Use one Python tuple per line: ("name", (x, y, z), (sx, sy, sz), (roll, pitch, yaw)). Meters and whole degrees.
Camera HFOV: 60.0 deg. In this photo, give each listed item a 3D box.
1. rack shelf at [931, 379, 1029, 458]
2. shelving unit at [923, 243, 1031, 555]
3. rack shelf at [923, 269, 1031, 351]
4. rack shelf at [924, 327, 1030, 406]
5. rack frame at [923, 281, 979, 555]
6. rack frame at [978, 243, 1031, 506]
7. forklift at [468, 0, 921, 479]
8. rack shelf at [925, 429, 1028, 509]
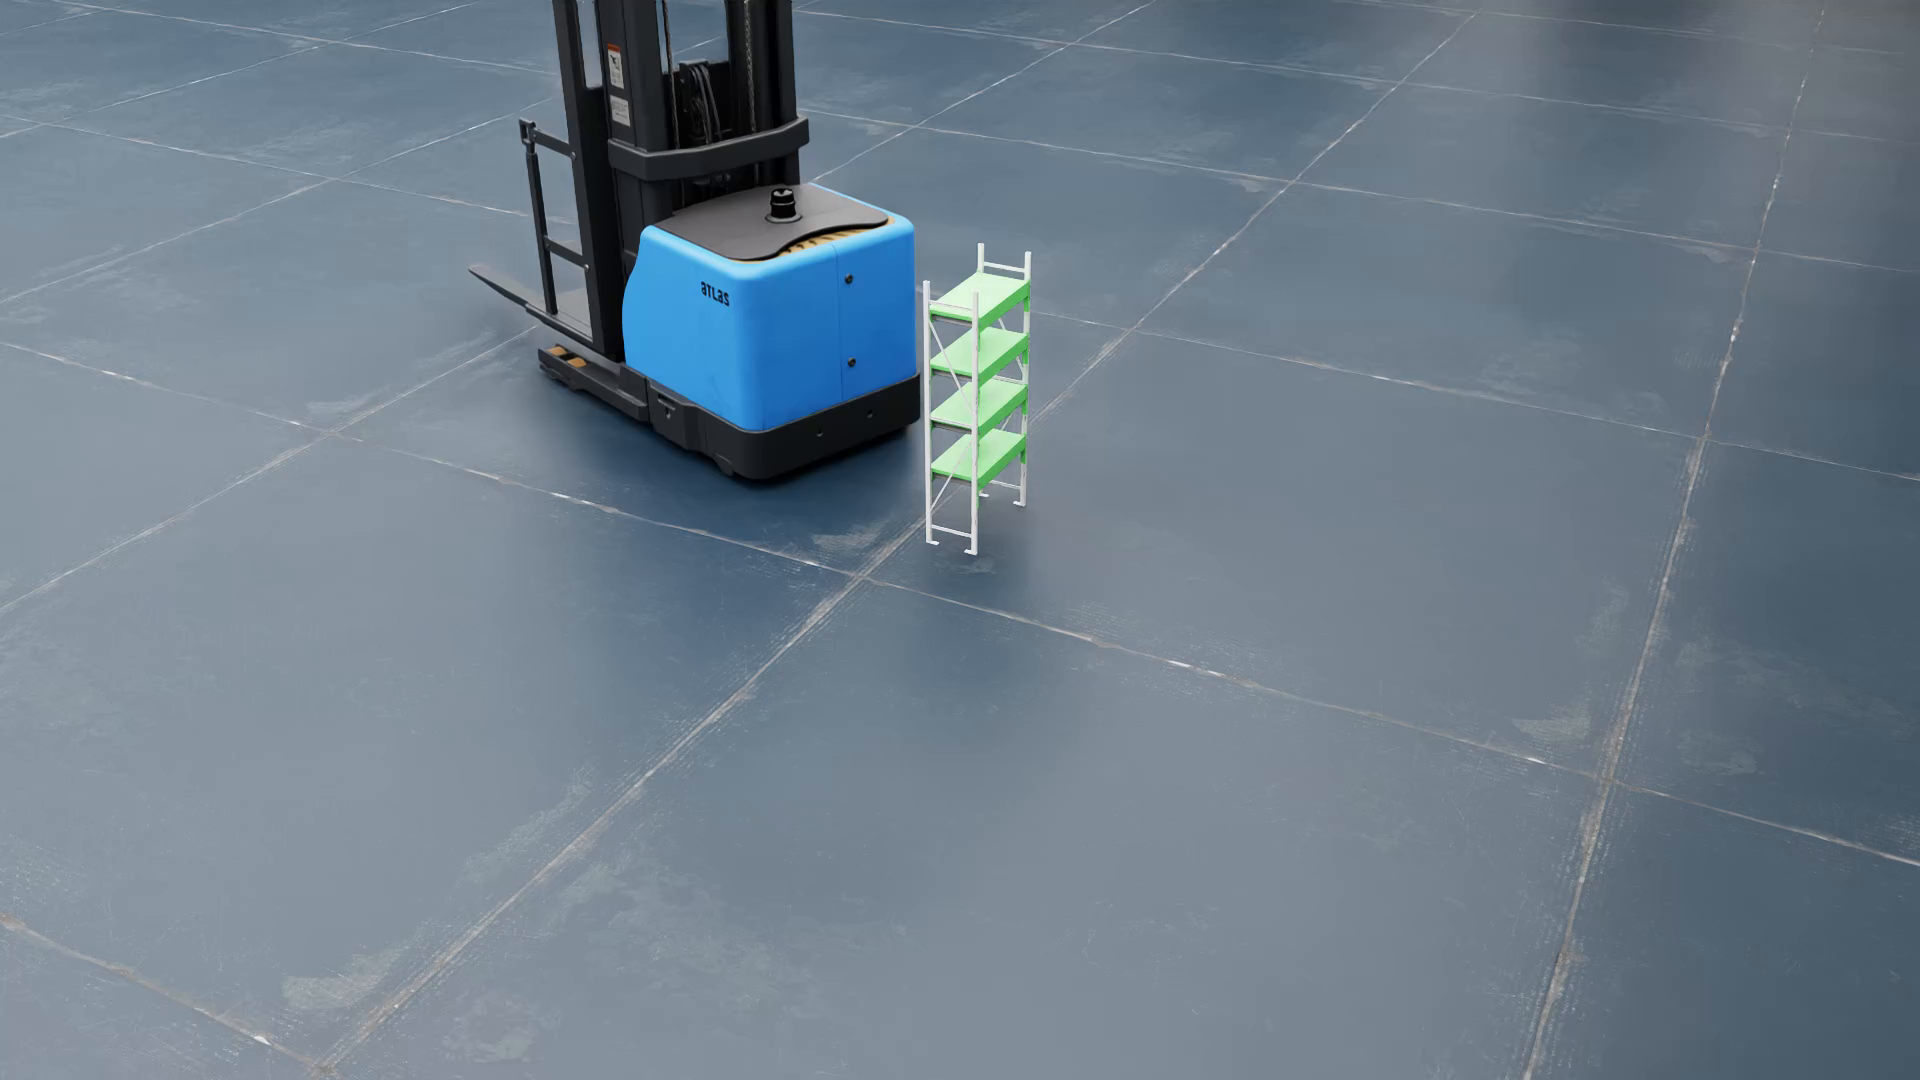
("rack shelf", (0.075, -0.538, 7.111), (0.258, 0.148, 0.480), (14, 33, 23))
("shelving unit", (0.075, -0.594, 7.079), (0.258, 1.200, 0.503), (14, 33, 23))
("rack shelf", (0.075, -0.955, 6.872), (0.258, 0.148, 0.480), (14, 33, 23))
("rack shelf", (0.075, -0.746, 6.991), (0.258, 0.148, 0.480), (14, 33, 23))
("rack frame", (-0.036, -0.486, 6.891), (0.240, 1.200, 0.015), (14, 33, 23))
("rack frame", (0.187, -0.702, 7.267), (0.240, 1.200, 0.015), (14, 33, 23))
("forklift", (-1.556, -2.196, 8.130), (1.130, 2.935, 3.031), (-24, 38, -36))
("rack shelf", (0.075, -0.330, 7.230), (0.258, 0.148, 0.480), (14, 33, 23))
